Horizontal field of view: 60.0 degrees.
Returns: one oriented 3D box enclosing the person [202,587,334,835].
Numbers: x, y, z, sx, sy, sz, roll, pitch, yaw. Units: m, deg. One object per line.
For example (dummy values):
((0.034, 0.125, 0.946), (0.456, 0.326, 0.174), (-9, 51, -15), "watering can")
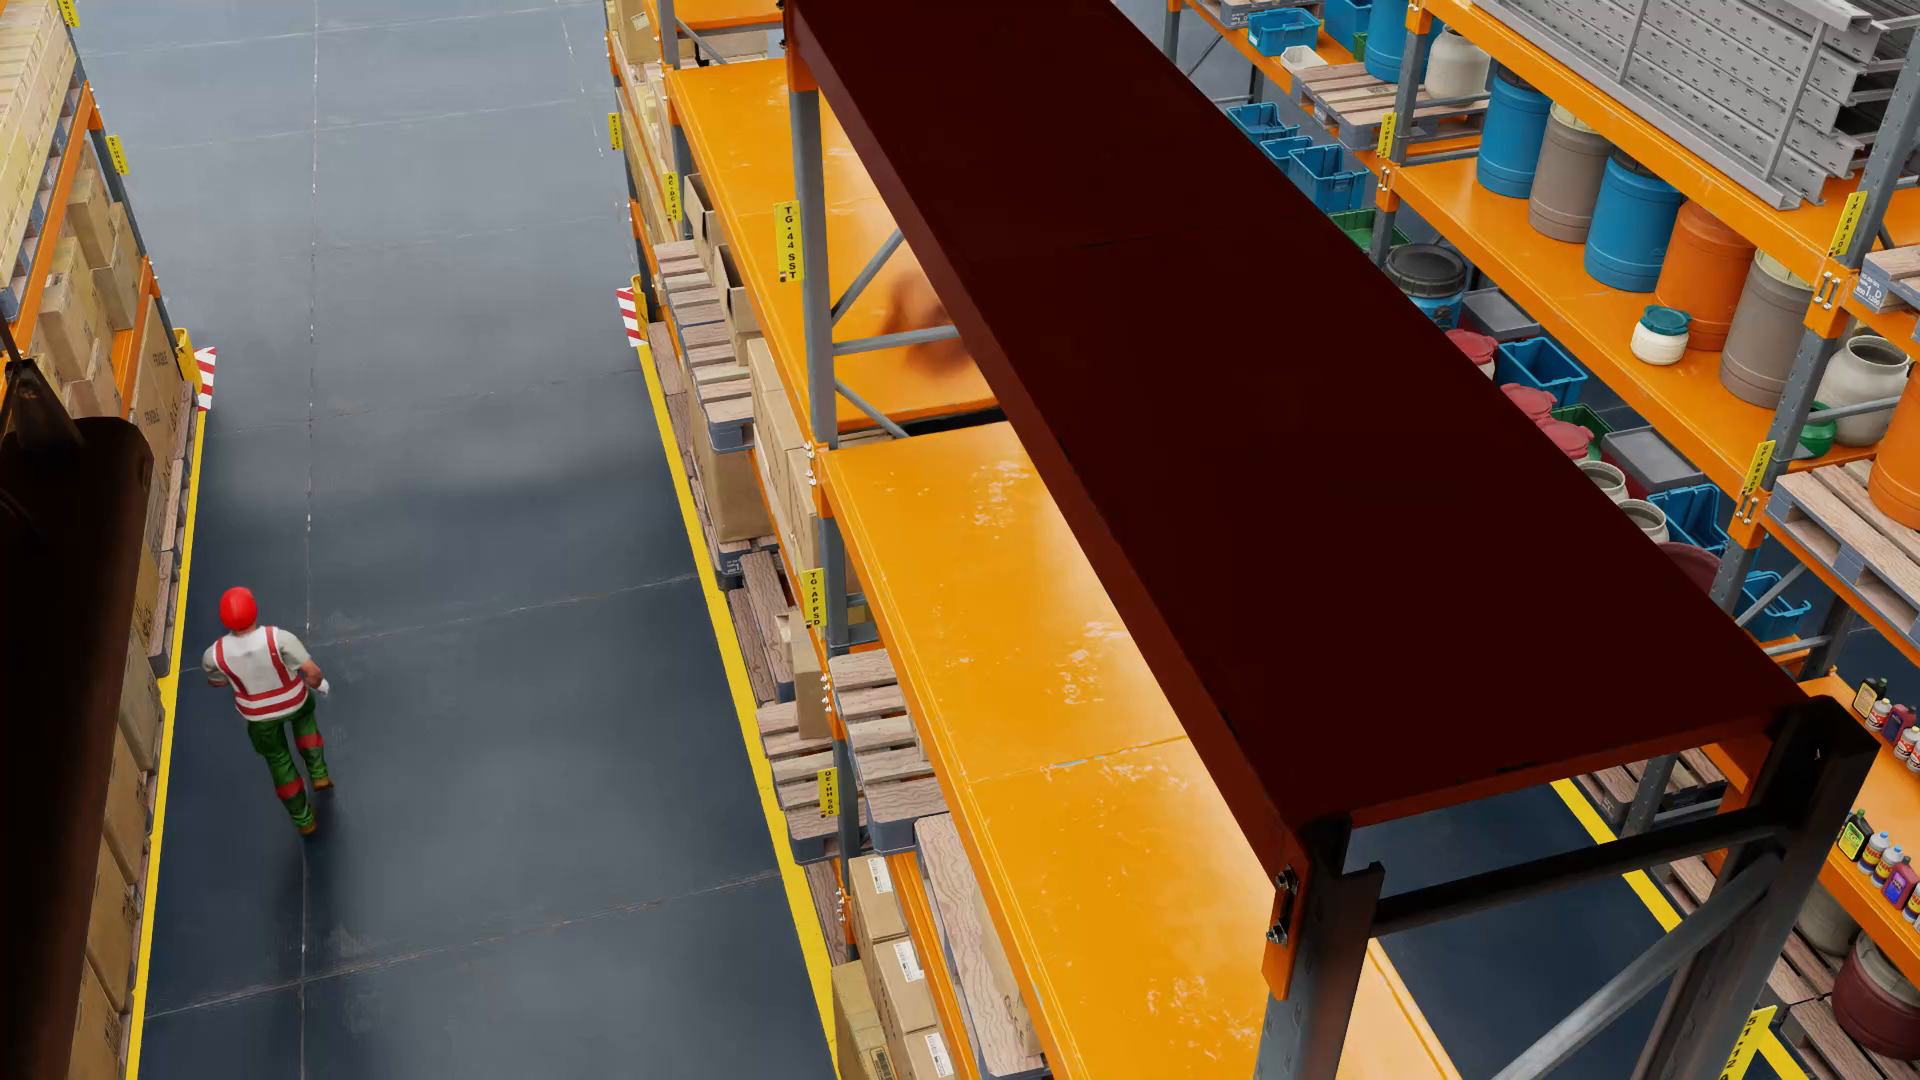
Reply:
((-4.177, 0.981, 10.149), (0.641, 1.792, 0.709), (-16, 41, -19), "person")
